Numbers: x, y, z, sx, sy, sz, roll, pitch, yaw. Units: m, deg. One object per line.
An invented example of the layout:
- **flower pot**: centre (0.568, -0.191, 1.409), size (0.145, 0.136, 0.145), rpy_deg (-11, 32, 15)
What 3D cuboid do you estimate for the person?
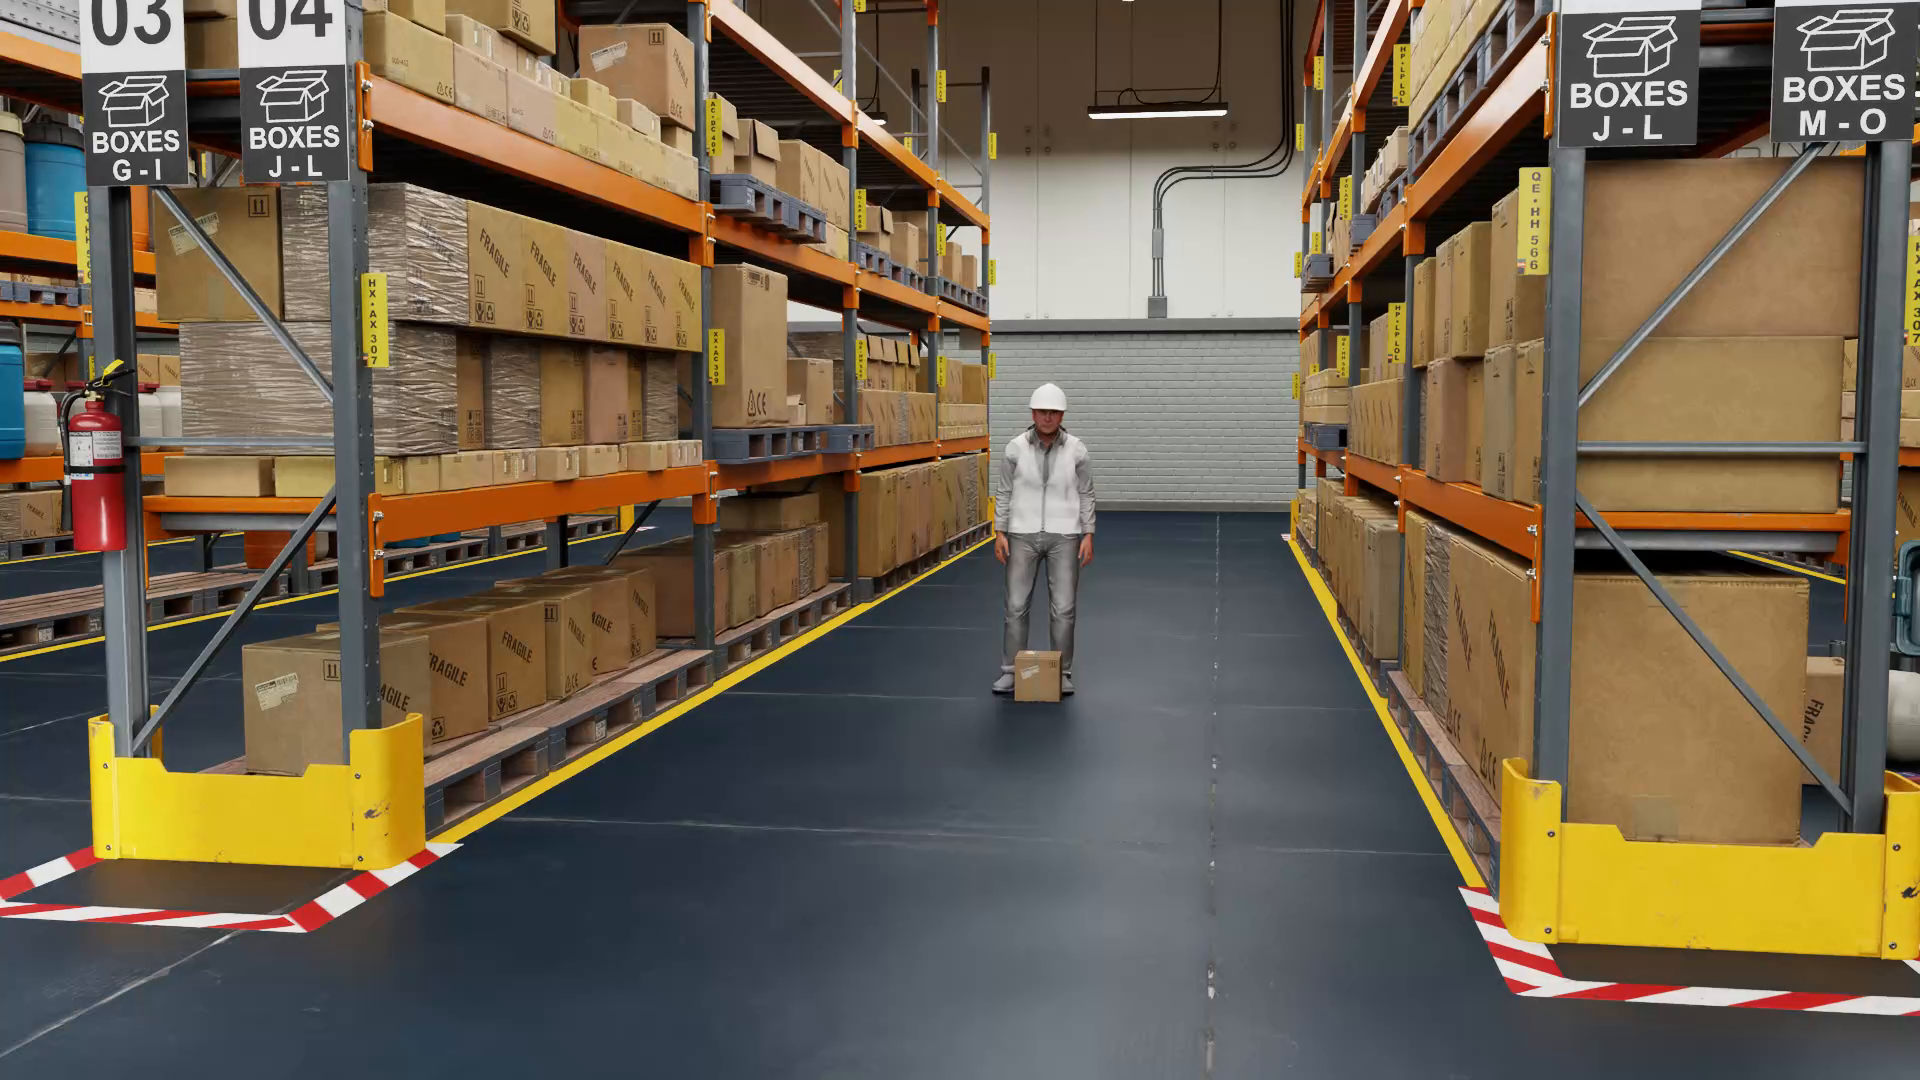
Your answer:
- **person**: centre (0.486, -0.011, 9.591), size (0.594, 1.772, 0.459), rpy_deg (0, 4, 5)
